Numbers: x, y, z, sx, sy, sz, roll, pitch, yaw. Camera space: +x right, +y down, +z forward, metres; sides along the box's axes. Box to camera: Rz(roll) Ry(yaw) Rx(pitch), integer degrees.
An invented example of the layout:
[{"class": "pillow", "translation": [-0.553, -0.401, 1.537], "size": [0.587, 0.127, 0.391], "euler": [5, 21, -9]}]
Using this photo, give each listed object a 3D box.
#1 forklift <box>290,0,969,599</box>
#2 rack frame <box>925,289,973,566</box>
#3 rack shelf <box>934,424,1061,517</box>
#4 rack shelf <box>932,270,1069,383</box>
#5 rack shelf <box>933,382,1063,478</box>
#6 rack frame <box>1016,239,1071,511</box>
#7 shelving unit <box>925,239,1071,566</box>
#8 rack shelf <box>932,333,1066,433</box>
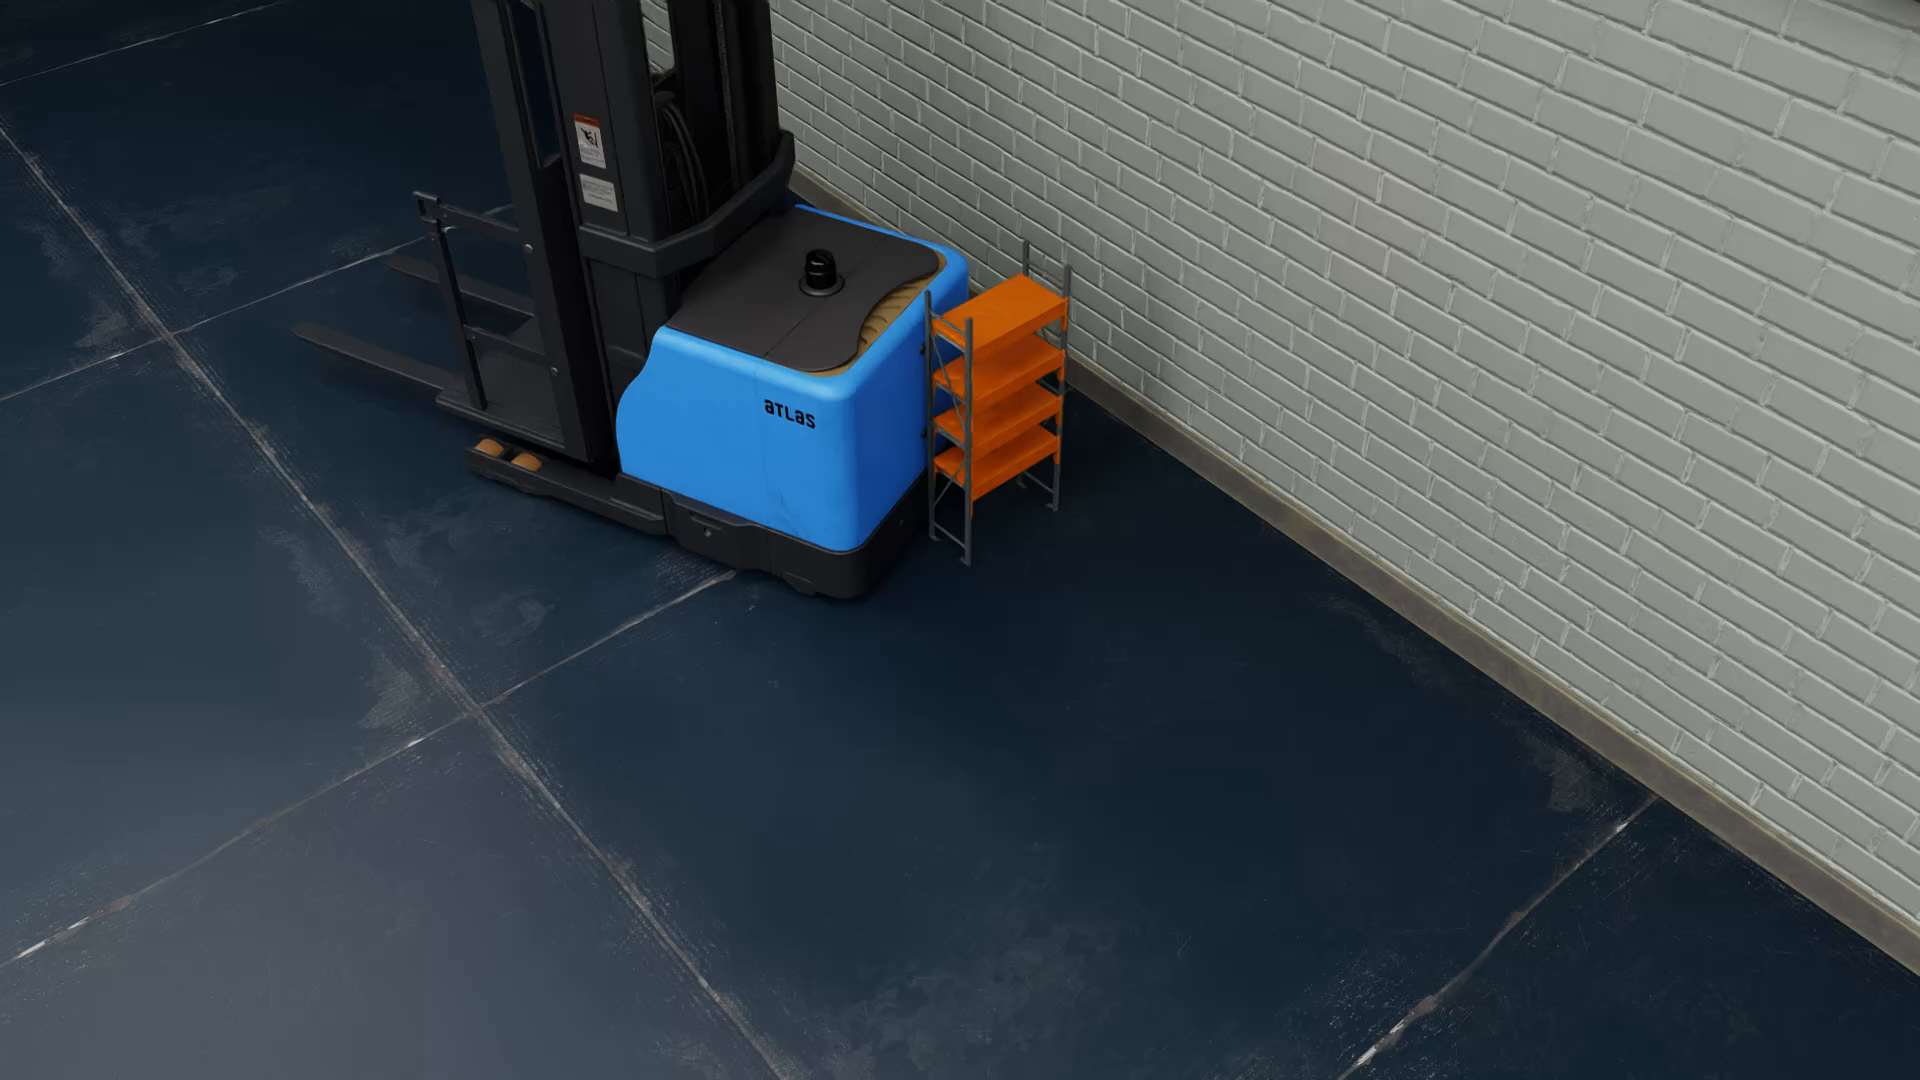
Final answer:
[{"class": "forklift", "translation": [-1.499, -1.564, 6.274], "size": [3.031, 2.935, 1.130], "euler": [20, 47, 20]}, {"class": "rack frame", "translation": [-0.041, -0.396, 6.295], "size": [0.015, 1.200, 0.240], "euler": [-32, 52, -29]}, {"class": "rack shelf", "translation": [0.139, -0.315, 6.597], "size": [0.480, 0.148, 0.258], "euler": [-32, 52, -29]}, {"class": "rack shelf", "translation": [0.140, -0.795, 6.146], "size": [0.480, 0.148, 0.258], "euler": [-32, 52, -29]}, {"class": "rack shelf", "translation": [0.140, -0.459, 6.461], "size": [0.480, 0.148, 0.258], "euler": [-32, 52, -29]}, {"class": "rack frame", "translation": [0.320, -0.621, 6.534], "size": [0.015, 1.200, 0.240], "euler": [-32, 52, -29]}, {"class": "shelving unit", "translation": [0.140, -0.508, 6.415], "size": [0.503, 1.200, 0.258], "euler": [-32, 52, -29]}, {"class": "rack shelf", "translation": [0.140, -0.623, 6.308], "size": [0.480, 0.148, 0.258], "euler": [-32, 52, -29]}]
